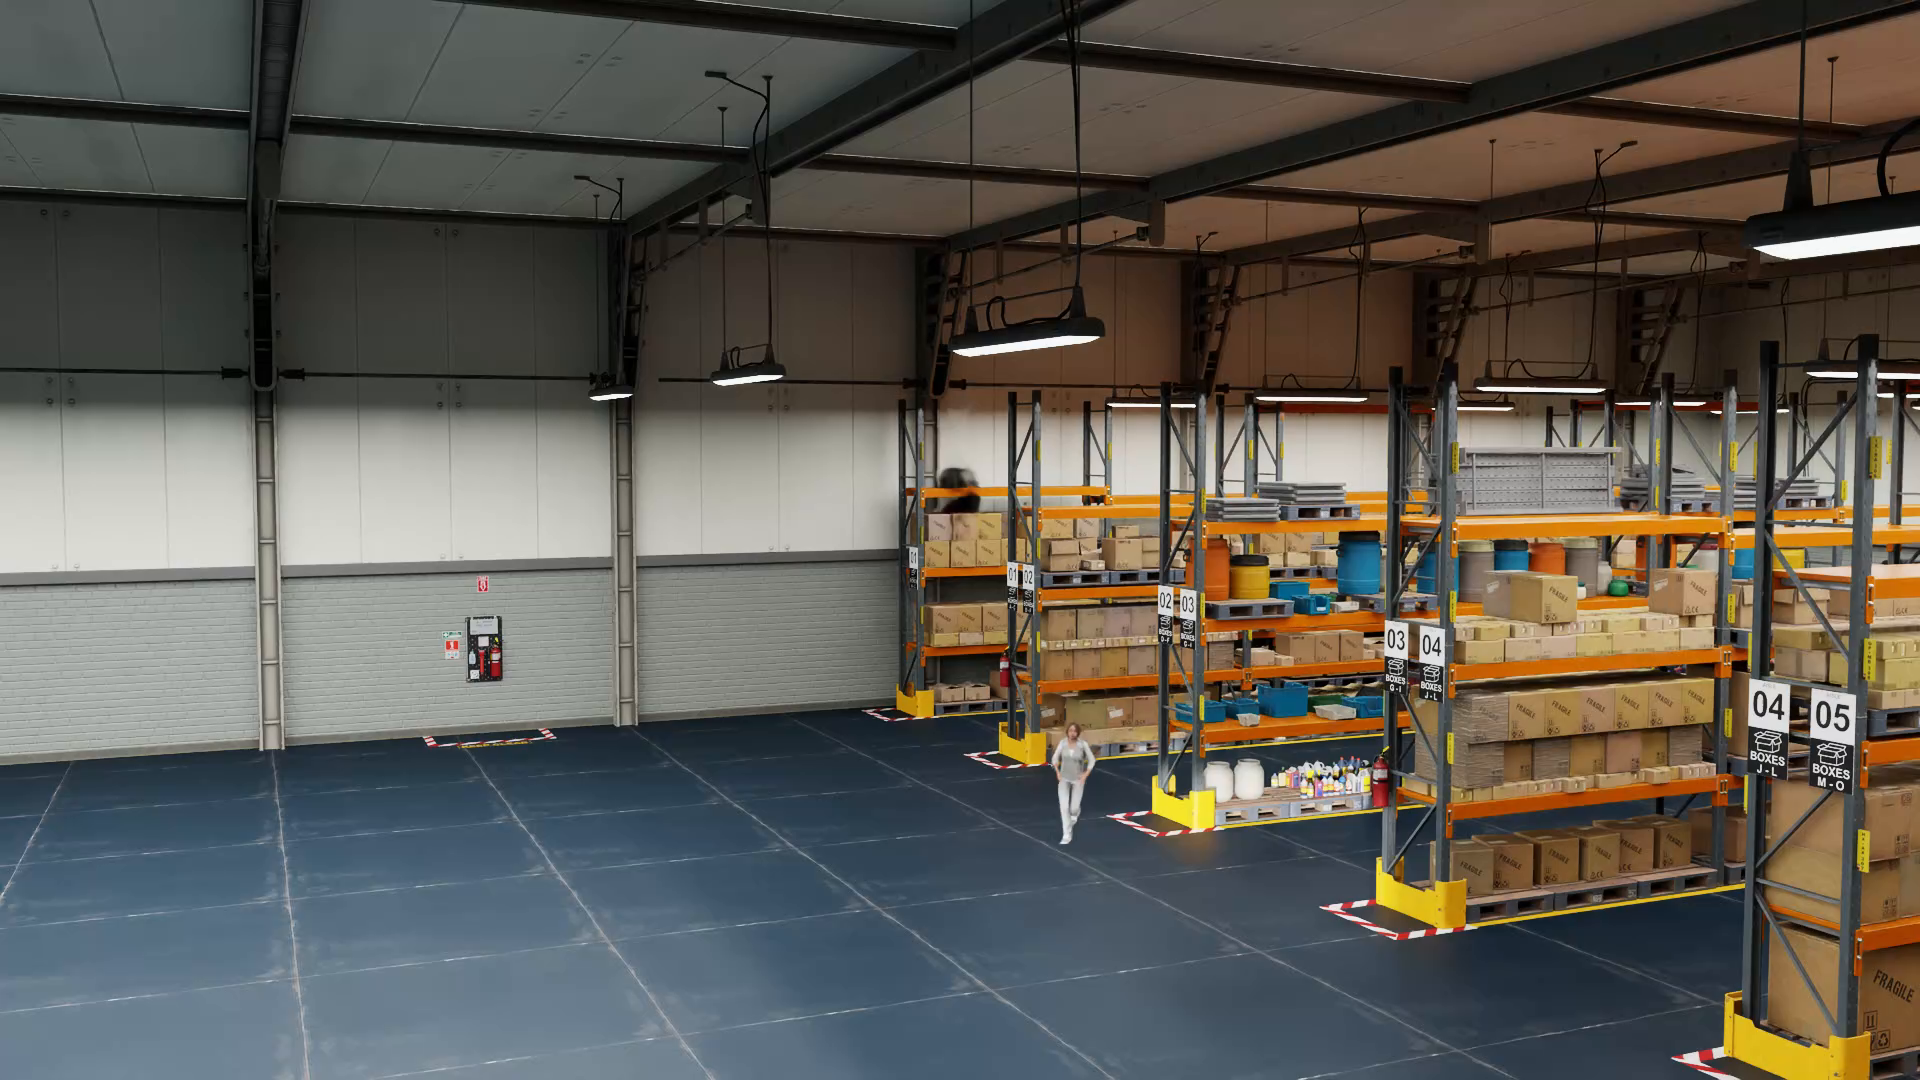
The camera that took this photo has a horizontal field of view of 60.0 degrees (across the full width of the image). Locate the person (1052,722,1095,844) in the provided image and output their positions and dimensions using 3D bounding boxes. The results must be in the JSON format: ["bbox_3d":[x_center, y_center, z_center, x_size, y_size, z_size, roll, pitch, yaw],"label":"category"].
[{"bbox_3d":[1.476,3.131,21.667,0.567,1.562,0.644,1,3,10],"label":"person"}]
